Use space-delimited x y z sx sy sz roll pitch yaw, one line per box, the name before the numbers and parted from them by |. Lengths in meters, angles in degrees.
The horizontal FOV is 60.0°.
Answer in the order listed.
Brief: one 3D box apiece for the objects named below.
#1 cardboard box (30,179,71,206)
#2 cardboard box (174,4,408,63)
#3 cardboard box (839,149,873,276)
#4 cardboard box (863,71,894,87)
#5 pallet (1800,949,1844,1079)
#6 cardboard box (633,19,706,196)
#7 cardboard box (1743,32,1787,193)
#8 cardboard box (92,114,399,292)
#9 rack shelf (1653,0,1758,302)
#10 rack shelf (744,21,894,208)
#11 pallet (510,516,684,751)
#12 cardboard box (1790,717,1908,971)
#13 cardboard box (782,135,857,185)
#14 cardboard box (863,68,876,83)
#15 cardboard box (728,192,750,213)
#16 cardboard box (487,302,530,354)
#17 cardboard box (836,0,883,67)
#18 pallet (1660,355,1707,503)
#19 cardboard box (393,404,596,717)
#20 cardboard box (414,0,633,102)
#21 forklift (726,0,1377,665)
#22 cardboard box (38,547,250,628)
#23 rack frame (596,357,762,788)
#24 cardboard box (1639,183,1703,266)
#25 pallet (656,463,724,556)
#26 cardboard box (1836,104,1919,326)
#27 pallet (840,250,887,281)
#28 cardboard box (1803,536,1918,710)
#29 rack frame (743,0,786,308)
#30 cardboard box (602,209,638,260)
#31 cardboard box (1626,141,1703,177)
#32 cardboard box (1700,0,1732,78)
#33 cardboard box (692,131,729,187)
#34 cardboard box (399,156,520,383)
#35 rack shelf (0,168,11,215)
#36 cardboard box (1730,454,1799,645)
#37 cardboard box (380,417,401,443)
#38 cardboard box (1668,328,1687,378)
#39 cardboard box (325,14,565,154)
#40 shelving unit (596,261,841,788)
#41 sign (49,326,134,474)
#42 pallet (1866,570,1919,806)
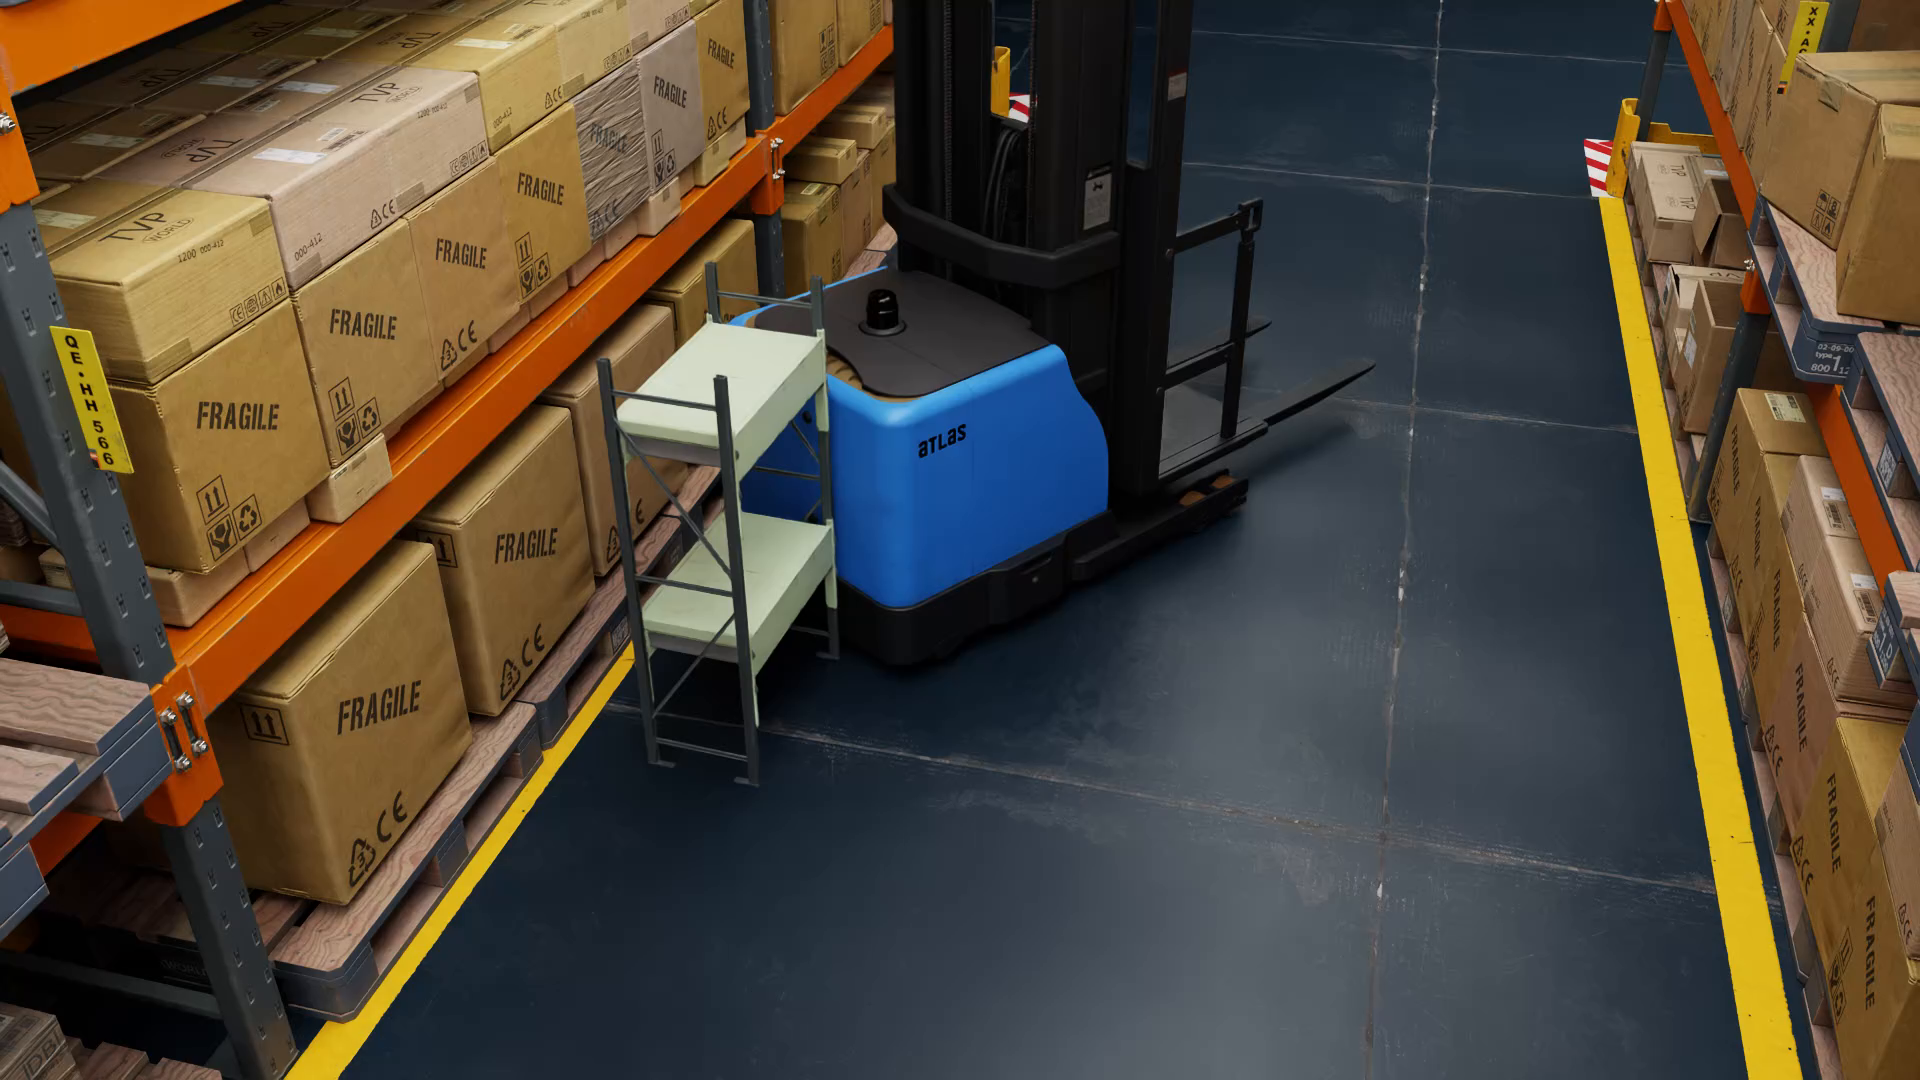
cardboard box | -2.436 -0.660 3.903 0.500 0.250 0.500 9 34 14
cardboard box | -2.039 -1.458 5.159 0.500 0.250 0.500 7 33 11
cardboard box | -0.865 -1.729 8.612 0.700 0.500 0.500 8 33 12
cardboard box | -0.478 -2.534 9.878 0.700 0.500 0.500 8 33 12
pallet | 2.719 1.571 4.082 1.003 0.211 1.213 8 33 12
cardboard box | -1.278 -1.608 6.095 0.500 0.500 0.500 8 33 13
cardboard box | 3.386 -1.636 6.434 0.500 0.500 0.500 9 33 13
cardboard box | -1.800 -0.868 4.232 0.500 0.250 0.500 8 33 12
rack shelf | 4.015 -2.034 7.824 1.077 0.370 4.000 8 33 12
rack shelf | -0.777 -2.706 8.882 1.077 0.370 4.000 8 33 12
pallet | -1.715 0.251 6.159 1.003 0.211 1.213 8 33 12
cardboard box | 2.634 0.860 4.522 0.500 0.500 0.500 7 33 11
cardboard box | -0.732 -1.895 8.269 0.380 0.149 0.250 9 34 14
cardboard box | -0.704 -2.766 9.639 0.380 0.149 0.250 8 33 13
cardboard box | -1.225 -1.694 7.953 0.380 0.149 0.250 8 33 12
cardboard box | -1.614 -0.735 5.326 0.380 0.149 0.250 8 33 13
cardboard box | -0.941 -2.756 8.010 0.980 0.700 0.700 7 33 11
pallet | 3.683 -0.479 7.307 1.003 0.211 1.213 8 33 12
cardboard box | -1.758 0.016 5.541 0.750 0.750 0.750 8 33 12
cardboard box | -1.424 -1.659 5.475 0.500 0.250 0.500 9 33 13
forklift | 0.560 -1.457 6.310 3.031 2.935 1.130 -26 40 -34
cardboard box | -1.992 0.062 4.072 0.380 0.149 0.250 8 33 12
rack frame | -0.849 0.144 5.125 0.400 1.500 0.023 10 34 15
cardboard box | 3.857 -1.638 8.684 0.500 0.250 0.500 8 33 12
pallet | -1.408 -0.385 7.158 1.003 0.211 1.213 8 33 12
cardboard box | 3.058 -0.938 4.945 0.700 0.500 0.500 13 35 20
pallet | -1.016 -1.179 8.408 1.003 0.211 1.213 8 33 12
cardboard box | 2.769 0.250 4.781 0.500 0.250 0.500 7 33 11
rack frame | -1.285 -1.972 7.056 1.000 3.000 0.127 8 33 12
cardboard box | -1.384 -1.135 5.955 0.380 0.149 0.250 8 33 12
cardboard box | 4.084 -2.187 9.642 0.380 0.149 0.250 8 33 12
cardboard box | 3.771 -2.435 7.692 0.500 0.500 0.500 8 33 13
cardboard box | -1.138 -1.526 6.570 0.380 0.149 0.250 9 33 13
cardboard box | -1.660 -0.818 4.851 0.500 0.500 0.500 8 33 12
rack shelf | -2.808 0.179 1.547 1.077 0.370 4.000 8 33 12
cardboard box | 3.025 0.066 5.770 0.500 0.500 0.500 8 33 13
cardboard box | -1.826 -0.341 4.706 0.380 0.149 0.250 8 33 12
cardboard box | 3.415 -0.819 7.490 0.380 0.149 0.250 8 33 12
cardboard box | -1.553 -1.394 5.059 0.500 0.250 0.500 7 33 11
shelving unit | -0.740 -0.043 5.420 0.431 1.500 0.755 10 34 15
sign | -1.773 -0.282 3.393 0.100 0.325 0.005 8 33 12
pallet | 2.597 0.496 3.353 1.213 0.211 1.003 8 33 12
